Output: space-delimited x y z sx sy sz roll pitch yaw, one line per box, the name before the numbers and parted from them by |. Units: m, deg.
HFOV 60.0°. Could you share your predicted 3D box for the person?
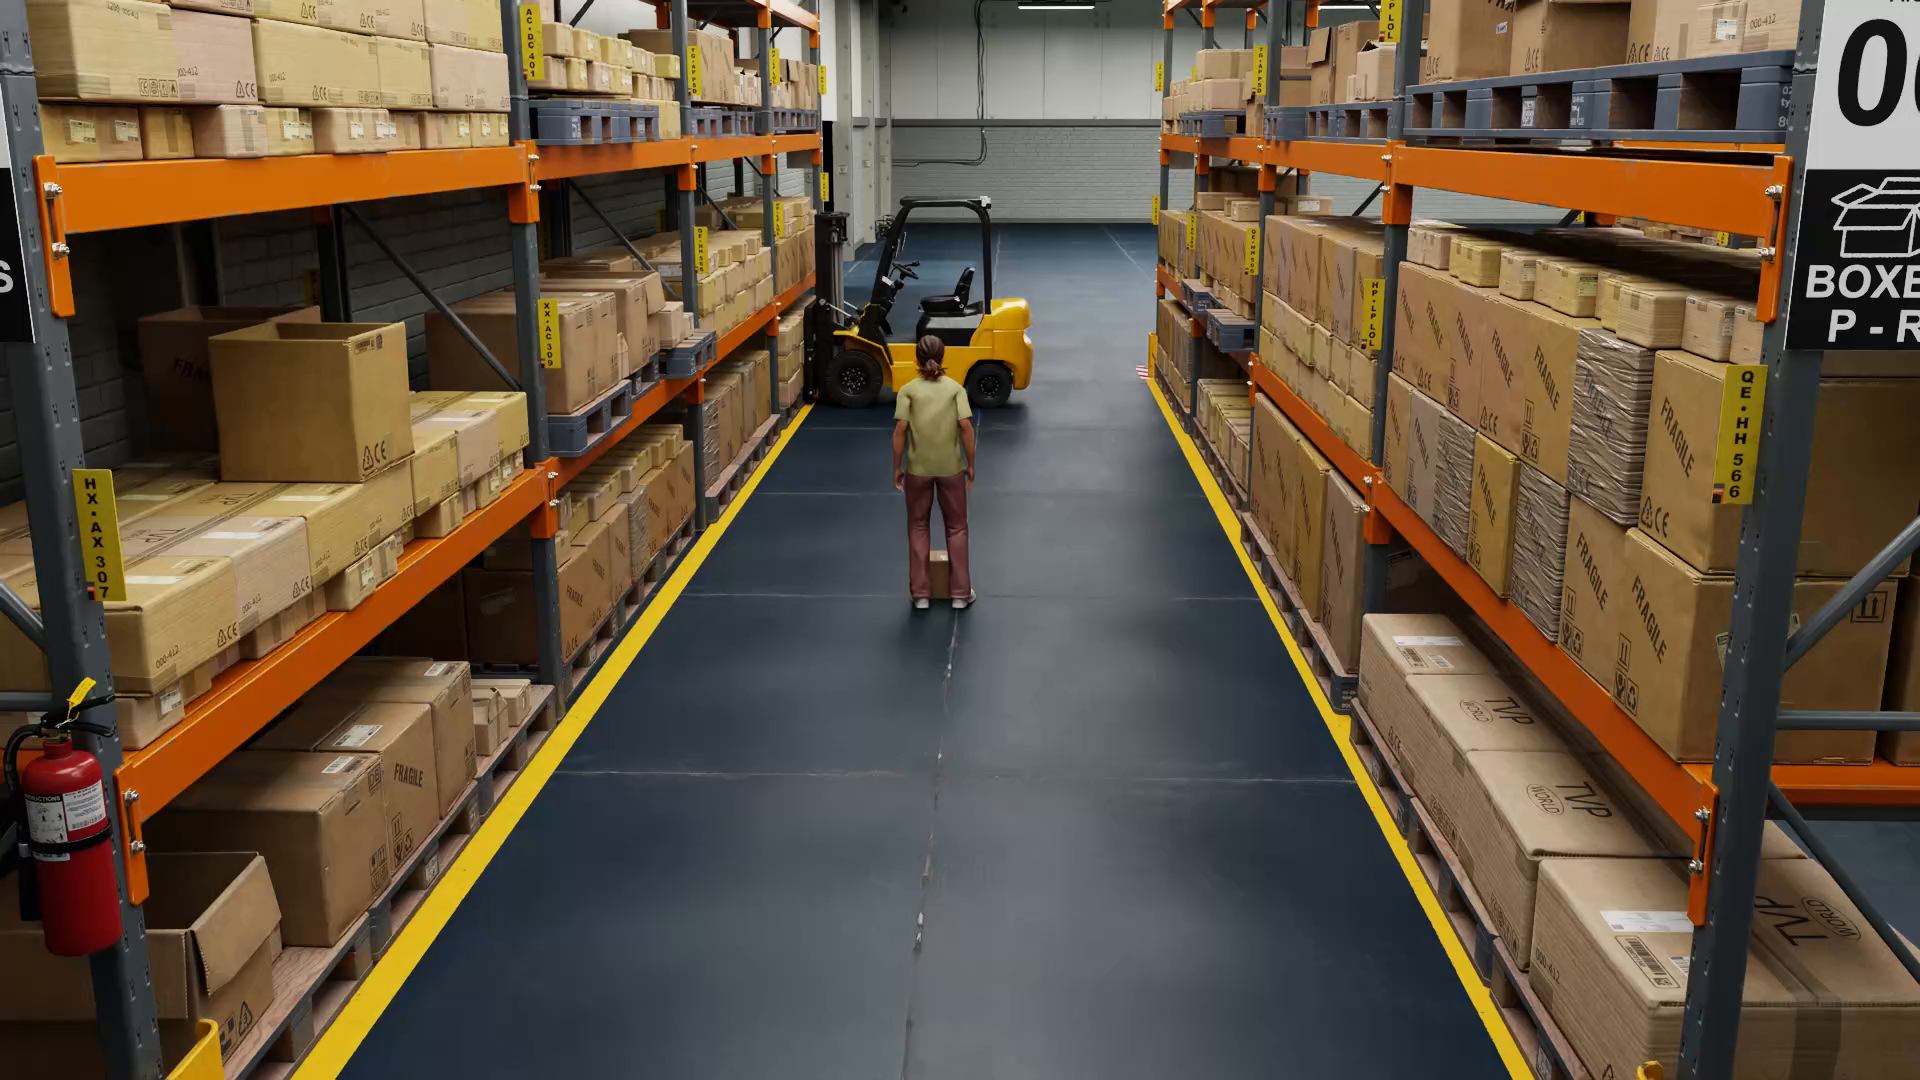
person | -0.154 -0.409 10.150 0.514 1.671 0.362 0 14 -2
